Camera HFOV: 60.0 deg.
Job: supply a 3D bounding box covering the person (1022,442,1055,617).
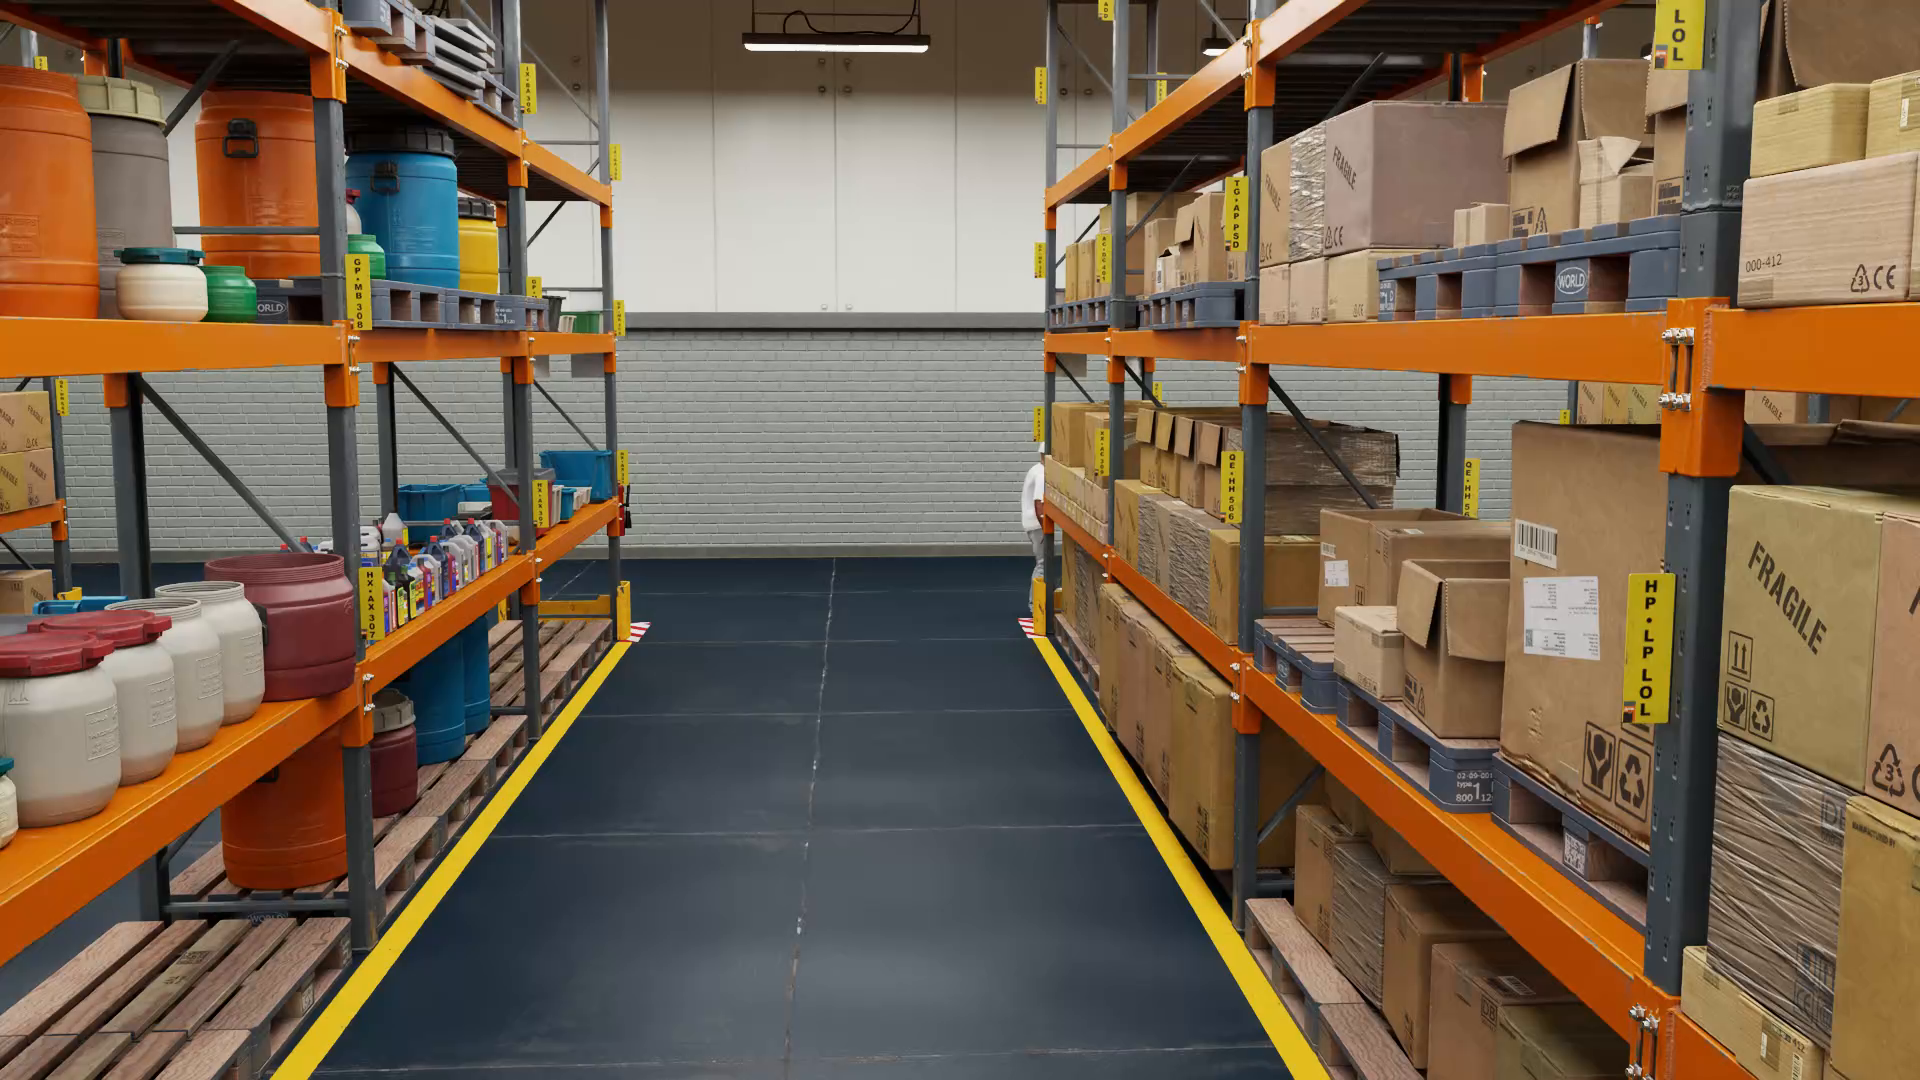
[{"bbox_3d":[0.844,-0.122,16.686,0.456,1.761,0.627,0,7,2],"label":"person"}]
